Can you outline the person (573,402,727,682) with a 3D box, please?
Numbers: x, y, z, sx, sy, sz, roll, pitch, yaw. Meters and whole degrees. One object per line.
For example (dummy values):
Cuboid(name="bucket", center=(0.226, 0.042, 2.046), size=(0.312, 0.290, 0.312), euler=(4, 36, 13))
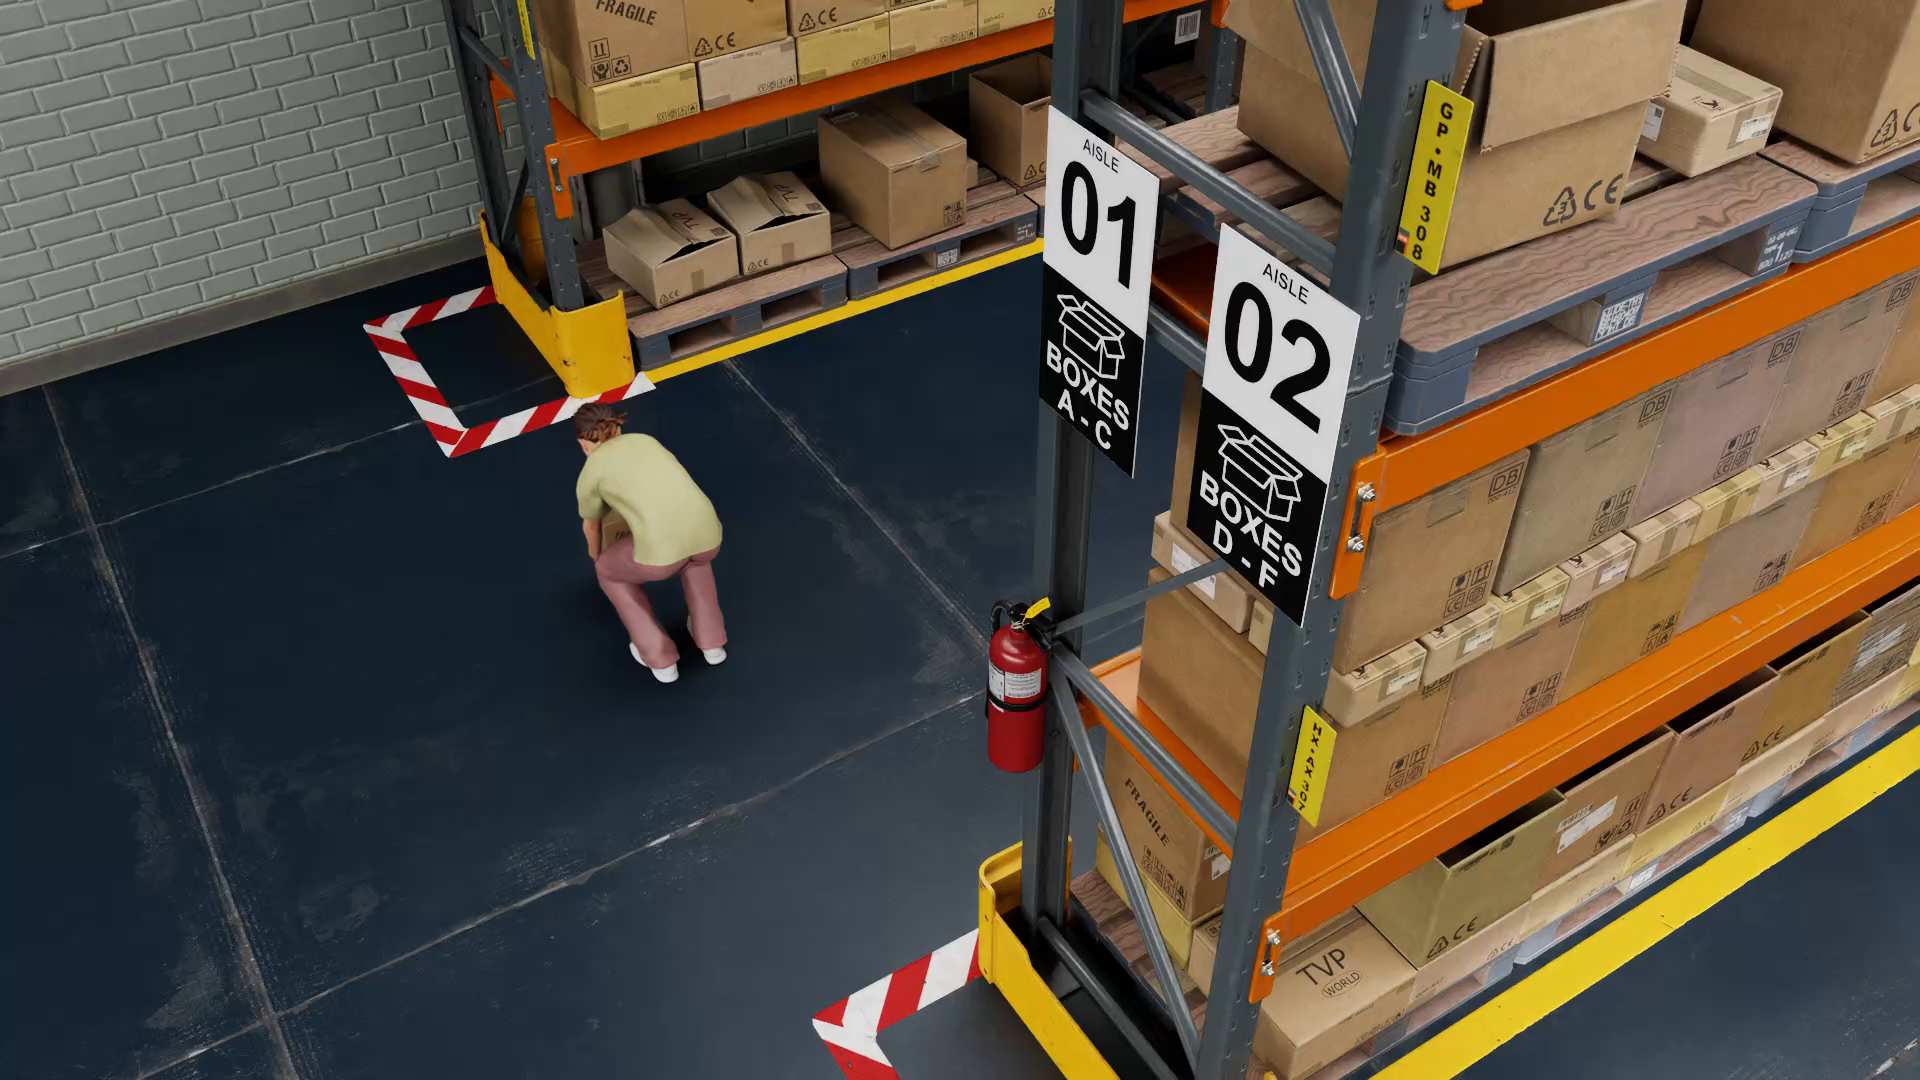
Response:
Cuboid(name="person", center=(-1.254, -0.001, 6.675), size=(0.471, 1.002, 0.868), euler=(-24, 47, -25))
